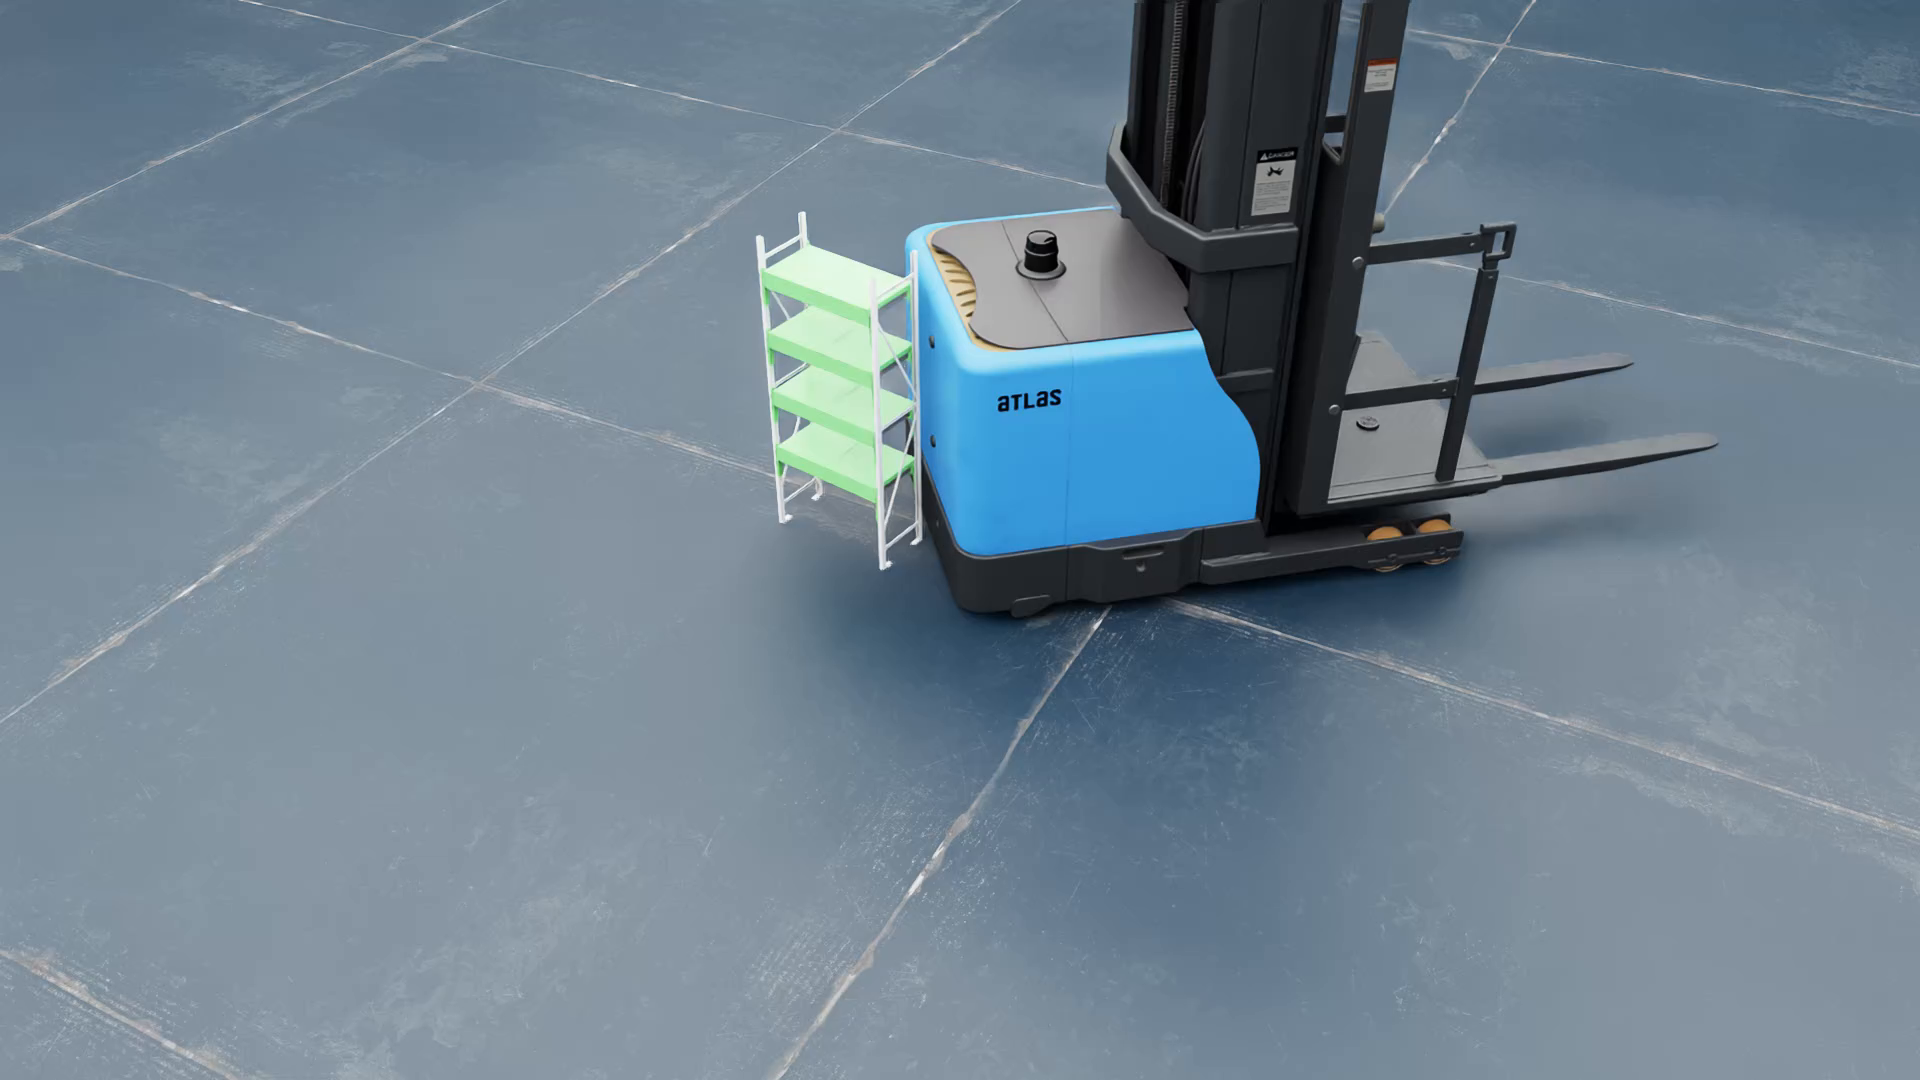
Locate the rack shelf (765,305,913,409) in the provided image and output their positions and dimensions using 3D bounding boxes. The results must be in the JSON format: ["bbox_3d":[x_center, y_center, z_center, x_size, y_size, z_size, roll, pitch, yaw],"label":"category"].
[{"bbox_3d":[-0.415,-0.653,5.827,0.480,0.148,0.258,24,43,28],"label":"rack shelf"}]

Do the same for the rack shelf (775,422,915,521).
[{"bbox_3d":[-0.415,-0.271,6.117,0.480,0.148,0.258,24,43,28],"label":"rack shelf"}]

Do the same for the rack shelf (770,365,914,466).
[{"bbox_3d":[-0.415,-0.462,5.972,0.480,0.148,0.258,24,43,28],"label":"rack shelf"}]

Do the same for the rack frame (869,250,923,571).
[{"bbox_3d":[-0.218,-0.426,5.819,0.015,1.200,0.240,24,43,28],"label":"rack frame"}]

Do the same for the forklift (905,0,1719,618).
[{"bbox_3d":[1.362,-1.355,5.611,3.031,2.935,1.130,-8,38,-10],"label":"forklift"}]

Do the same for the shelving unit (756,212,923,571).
[{"bbox_3d":[-0.415,-0.513,5.933,0.503,1.200,0.258,24,43,28],"label":"shelving unit"}]

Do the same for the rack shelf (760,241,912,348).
[{"bbox_3d":[-0.415,-0.844,5.682,0.480,0.148,0.258,24,43,28],"label":"rack shelf"}]

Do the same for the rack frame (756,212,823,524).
[{"bbox_3d":[-0.612,-0.600,6.048,0.015,1.200,0.240,24,43,28],"label":"rack frame"}]
